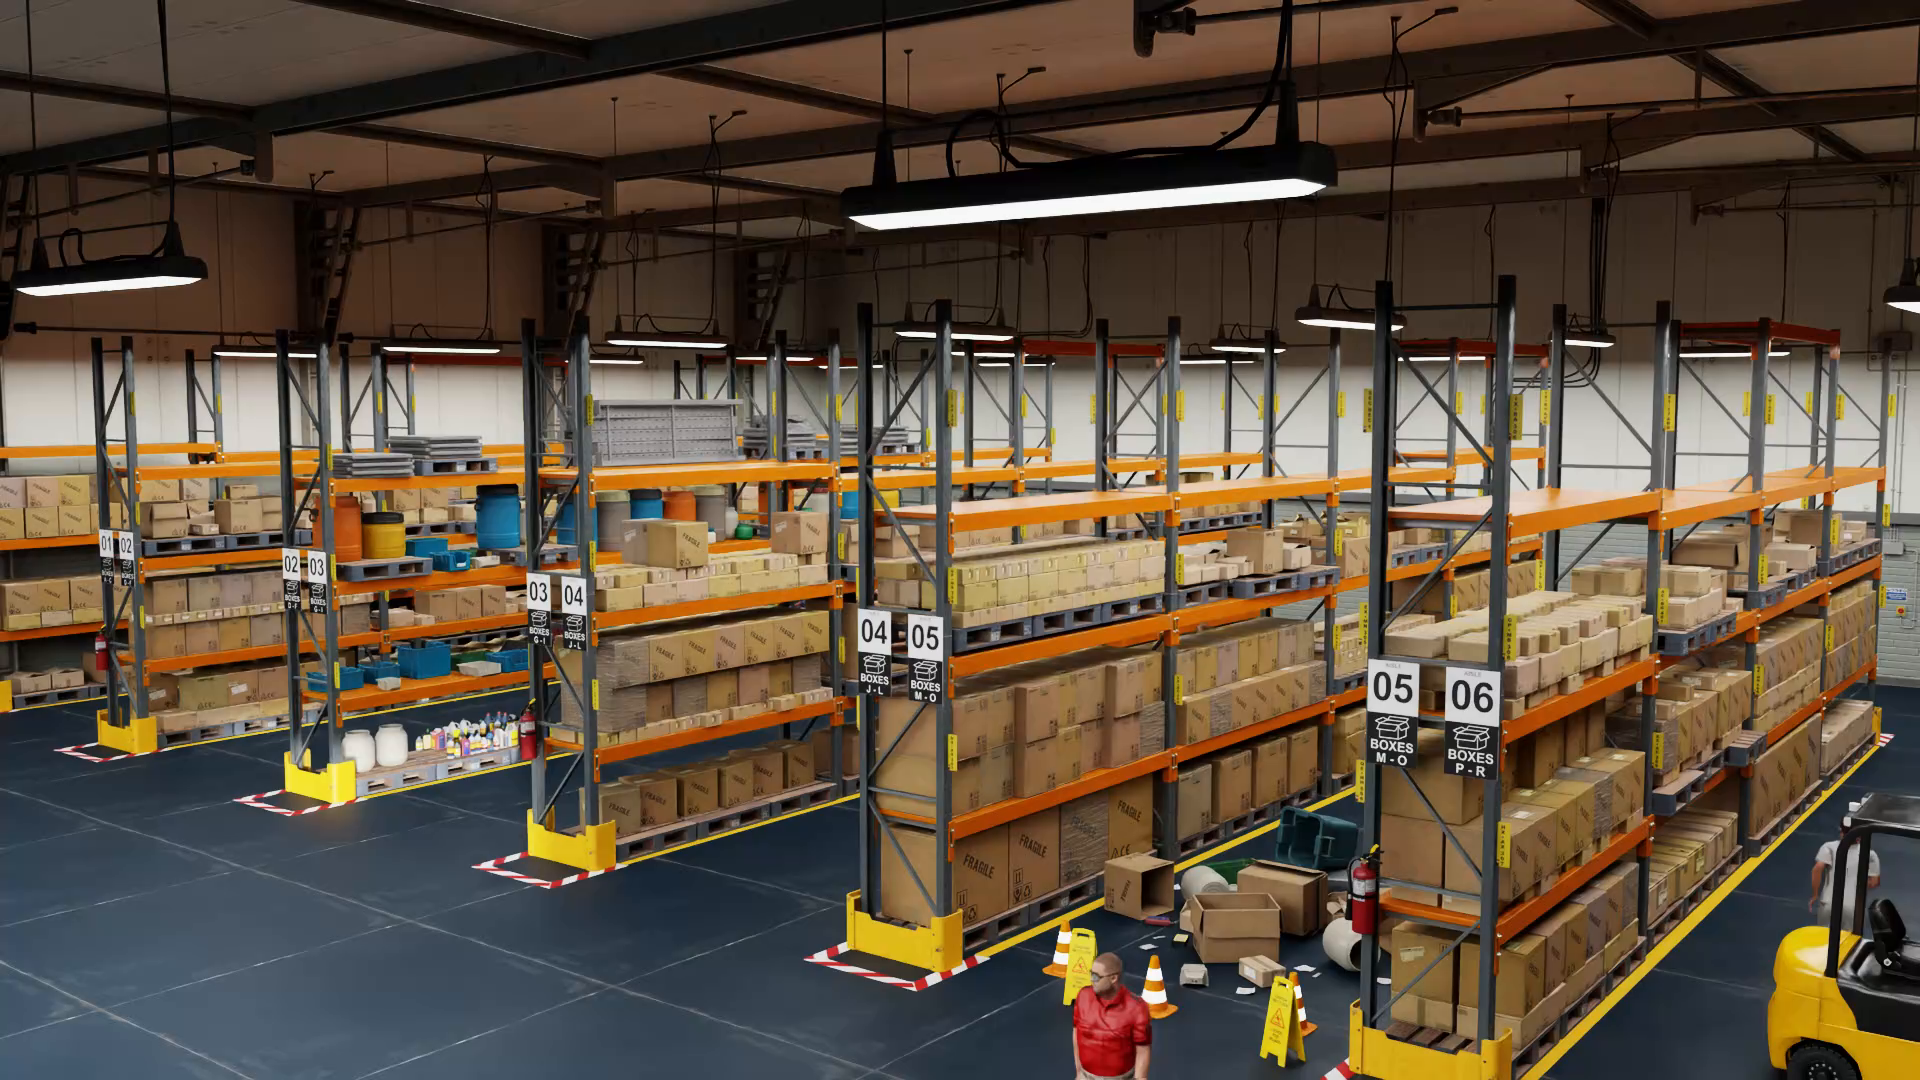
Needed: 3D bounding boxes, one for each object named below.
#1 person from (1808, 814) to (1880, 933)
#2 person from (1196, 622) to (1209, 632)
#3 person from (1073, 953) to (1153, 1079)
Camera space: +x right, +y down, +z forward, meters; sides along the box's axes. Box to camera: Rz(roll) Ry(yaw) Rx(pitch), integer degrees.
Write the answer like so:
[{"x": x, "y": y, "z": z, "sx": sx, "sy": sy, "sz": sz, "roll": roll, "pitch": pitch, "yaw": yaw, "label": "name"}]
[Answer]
[{"x": 7.590, "y": 3.151, "z": 14.300, "sx": 0.503, "sy": 1.561, "sz": 0.711, "roll": 4, "pitch": 6, "yaw": 38, "label": "person"}, {"x": 3.851, "y": 2.067, "z": 26.467, "sx": 0.439, "sy": 1.550, "sz": 0.899, "roll": 4, "pitch": 6, "yaw": 37, "label": "person"}, {"x": 0.931, "y": 3.446, "z": 10.354, "sx": 0.563, "sy": 1.801, "sz": 0.695, "roll": 2, "pitch": 5, "yaw": 25, "label": "person"}]
